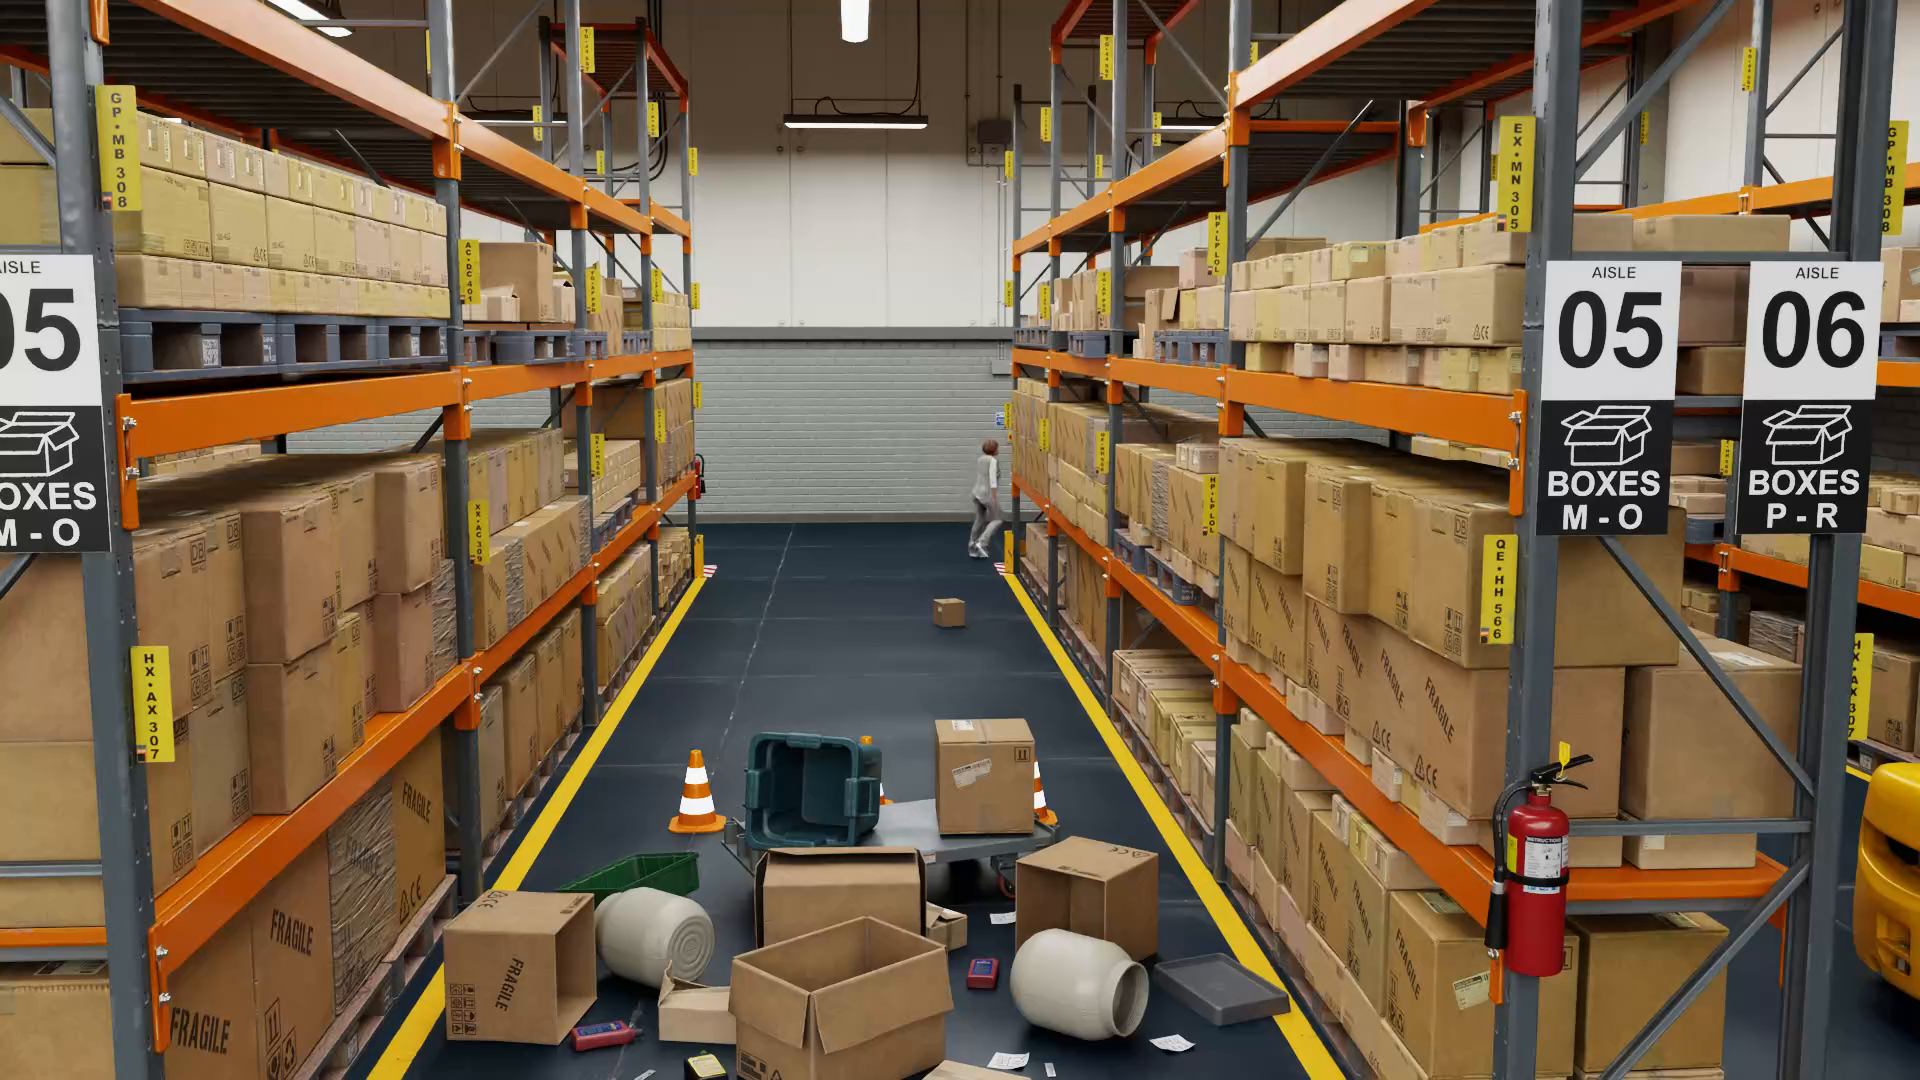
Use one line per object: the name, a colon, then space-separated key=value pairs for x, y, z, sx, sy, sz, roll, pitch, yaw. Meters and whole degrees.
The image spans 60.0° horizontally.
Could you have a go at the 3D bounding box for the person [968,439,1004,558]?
person: x=0.347 y=-0.550 z=22.123 sx=0.443 sy=1.583 sz=0.476 roll=-4 pitch=8 yaw=-29
